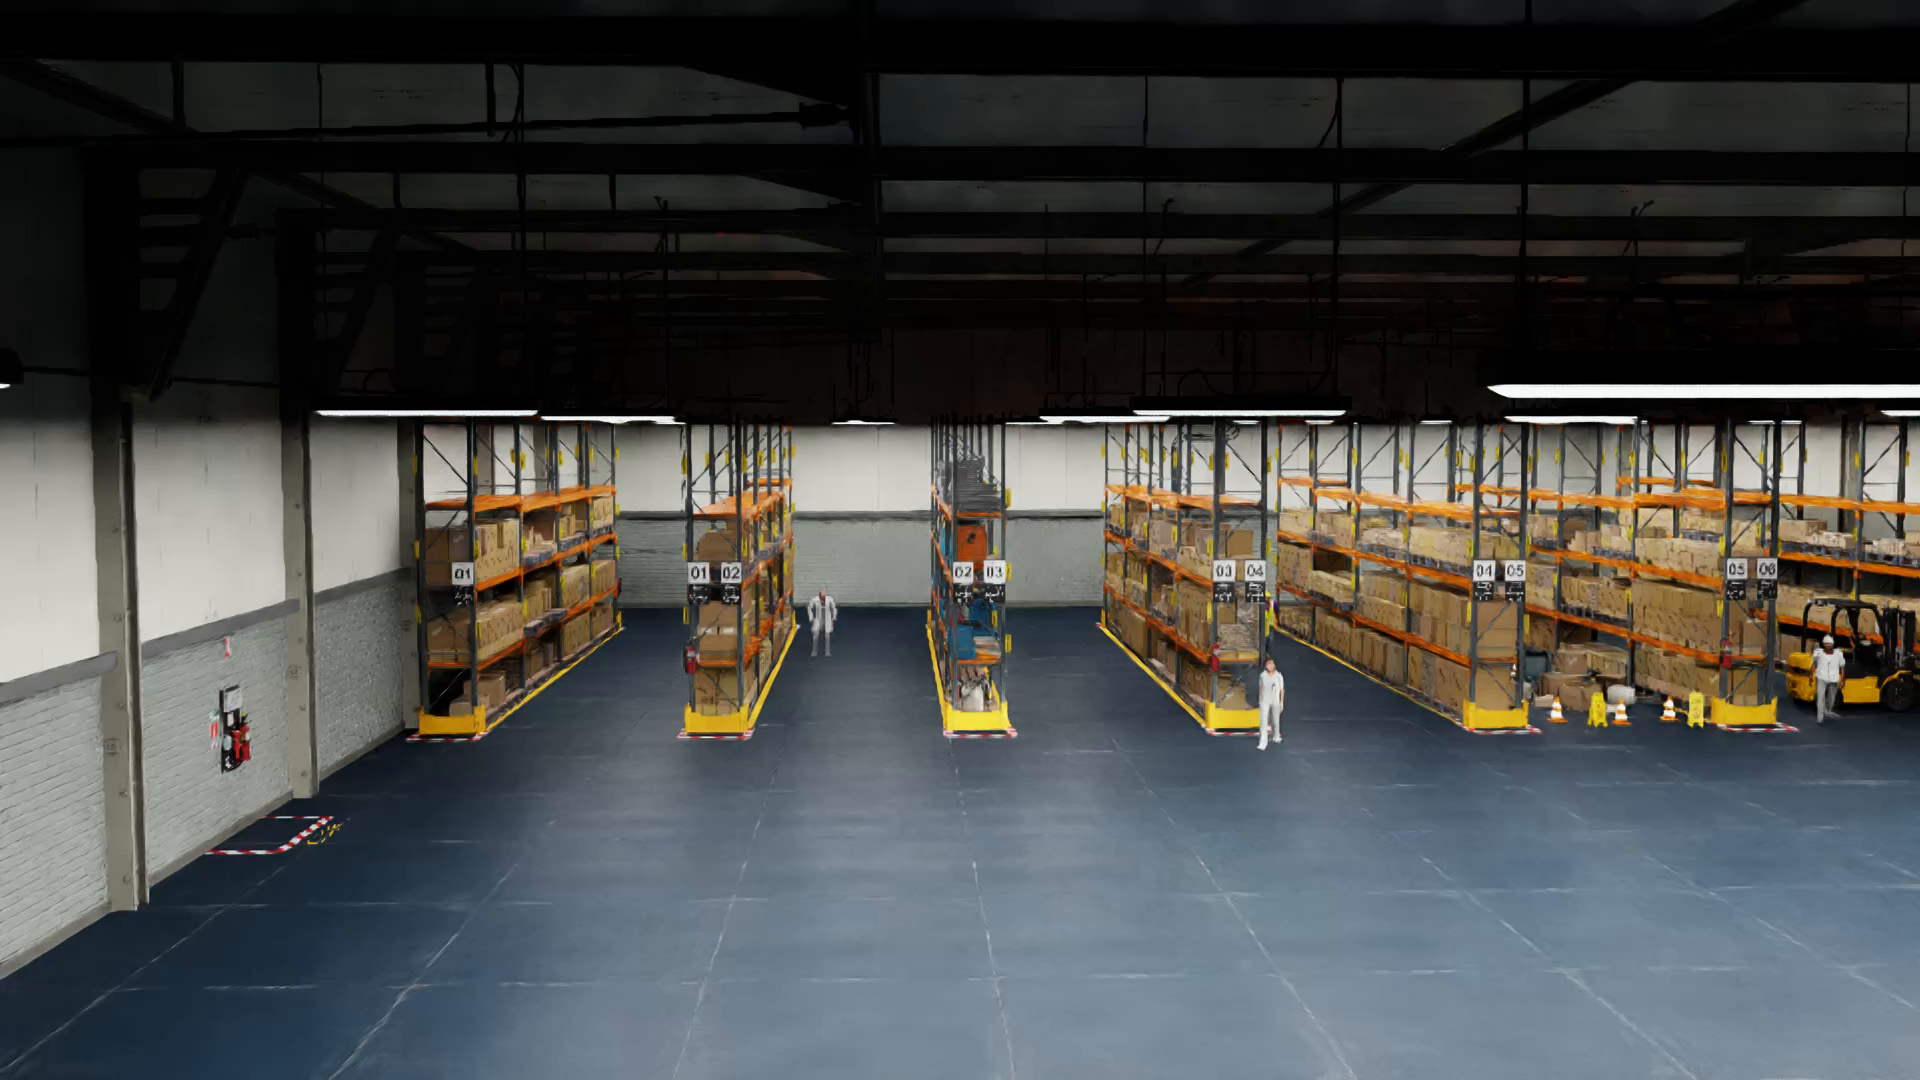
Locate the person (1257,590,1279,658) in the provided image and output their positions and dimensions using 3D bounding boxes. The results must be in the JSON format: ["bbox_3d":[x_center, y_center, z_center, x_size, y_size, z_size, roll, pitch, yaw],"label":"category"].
[{"bbox_3d":[7.533,2.081,41.055,0.719,1.714,0.572,0,4,-5],"label":"person"}]

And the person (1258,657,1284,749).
[{"bbox_3d":[5.560,2.885,29.710,0.465,1.621,0.926,1,4,14],"label":"person"}]

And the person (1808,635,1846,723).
[{"bbox_3d":[16.835,2.678,32.281,0.616,1.712,0.970,1,4,18],"label":"person"}]

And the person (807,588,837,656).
[{"bbox_3d":[-3.441,2.038,41.509,0.729,1.733,0.546,0,4,-4],"label":"person"}]
